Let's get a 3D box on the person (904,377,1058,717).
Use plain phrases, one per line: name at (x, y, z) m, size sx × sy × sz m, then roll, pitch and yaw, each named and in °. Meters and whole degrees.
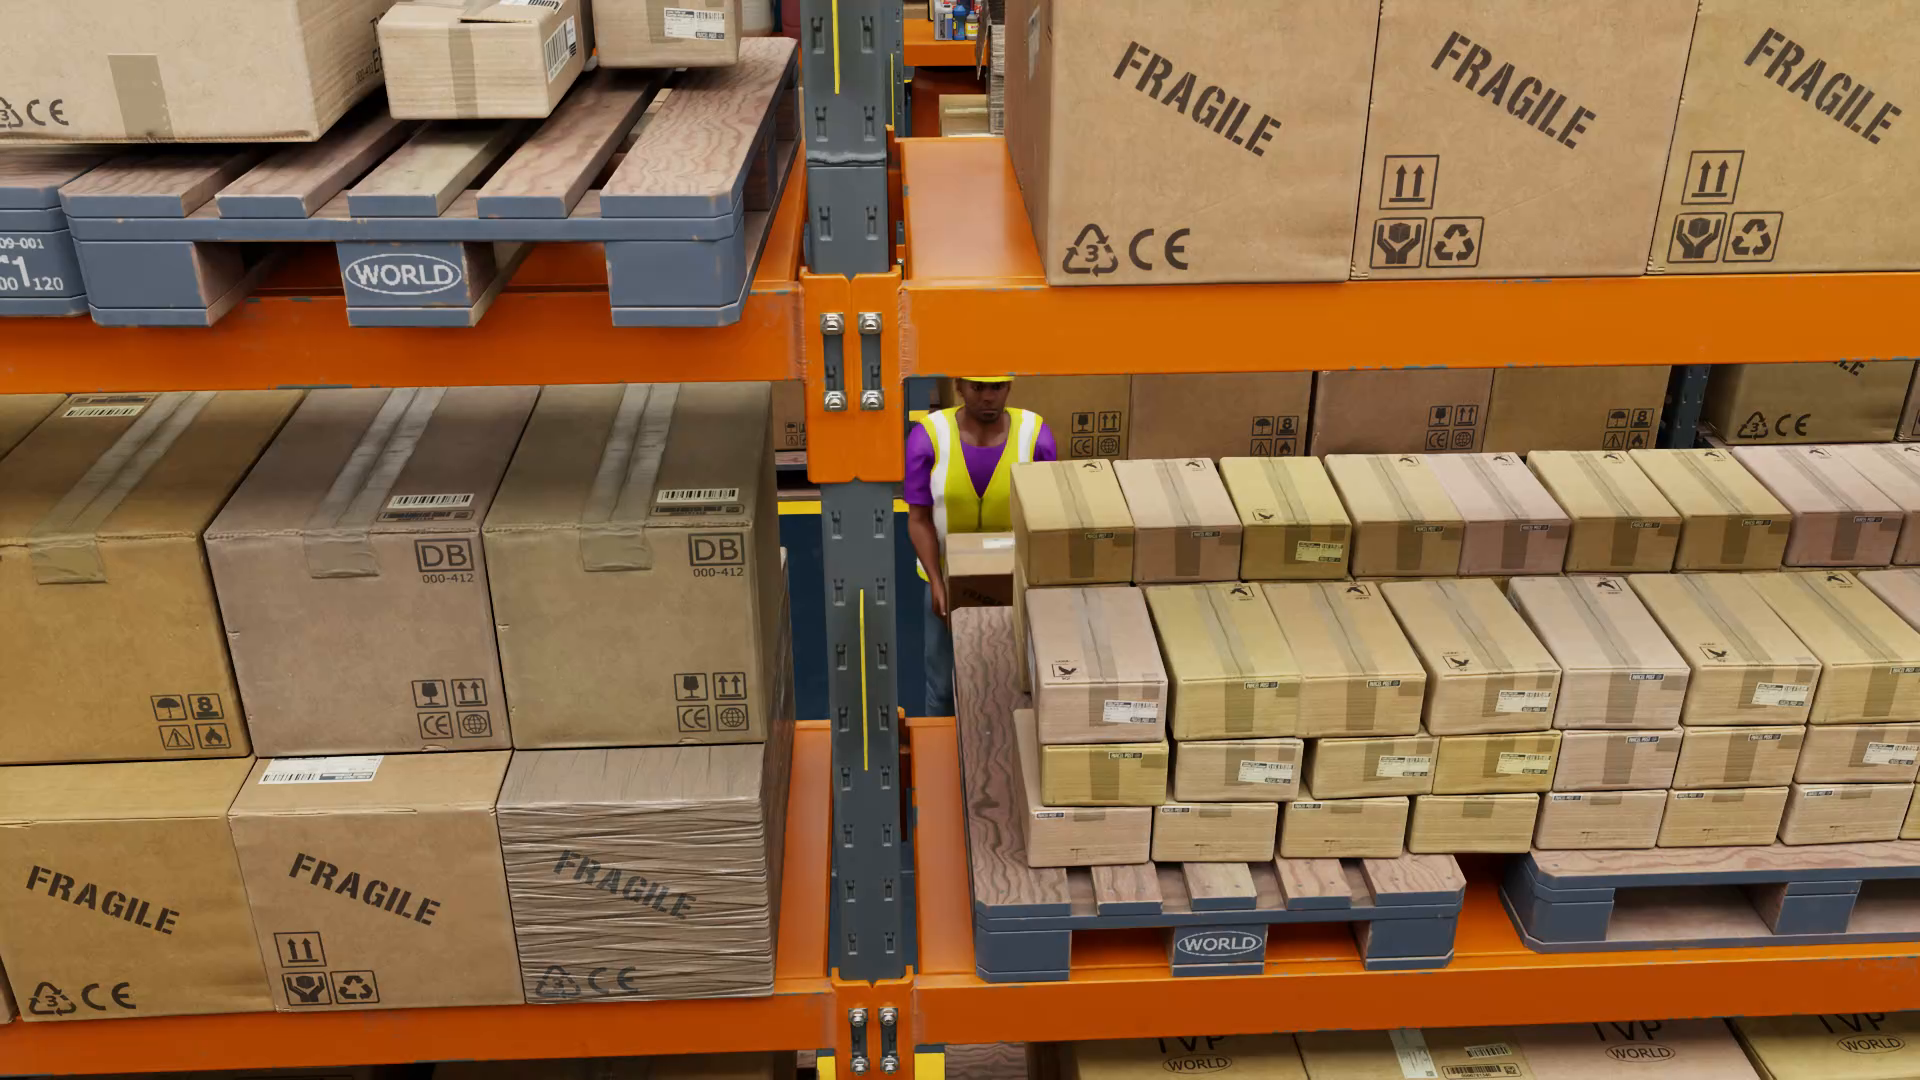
person at (0.078, 0.175, 5.753) m, size 0.528 × 1.769 × 0.567 m, roll -1°, pitch 27°, yaw -3°
